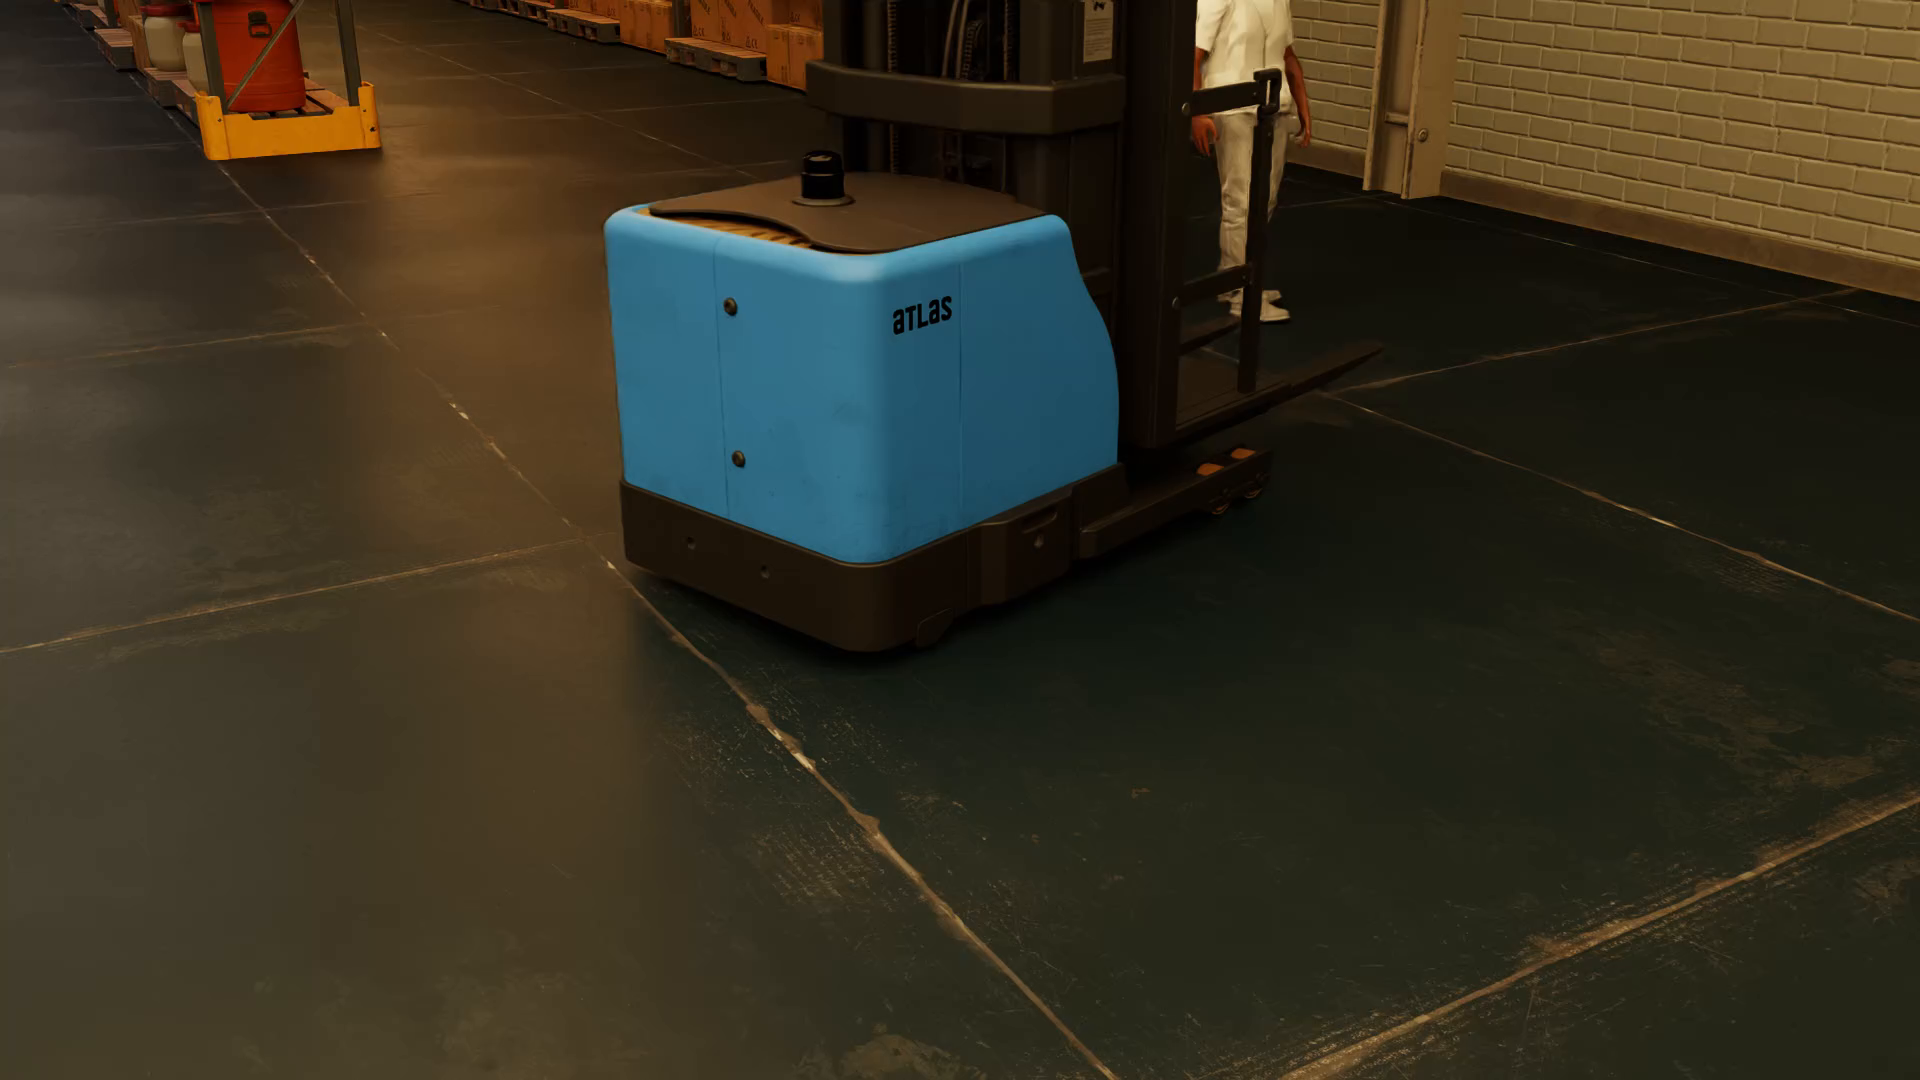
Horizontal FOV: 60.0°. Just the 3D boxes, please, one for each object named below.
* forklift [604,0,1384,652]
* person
[{"bbox_3d":[0.375,-1.548,5.046,1.130,2.935,3.031,18,29,38],"label":"forklift"},{"bbox_3d":[1.365,-1.898,7.456,0.677,1.756,0.652,-15,26,-32],"label":"person"}]
